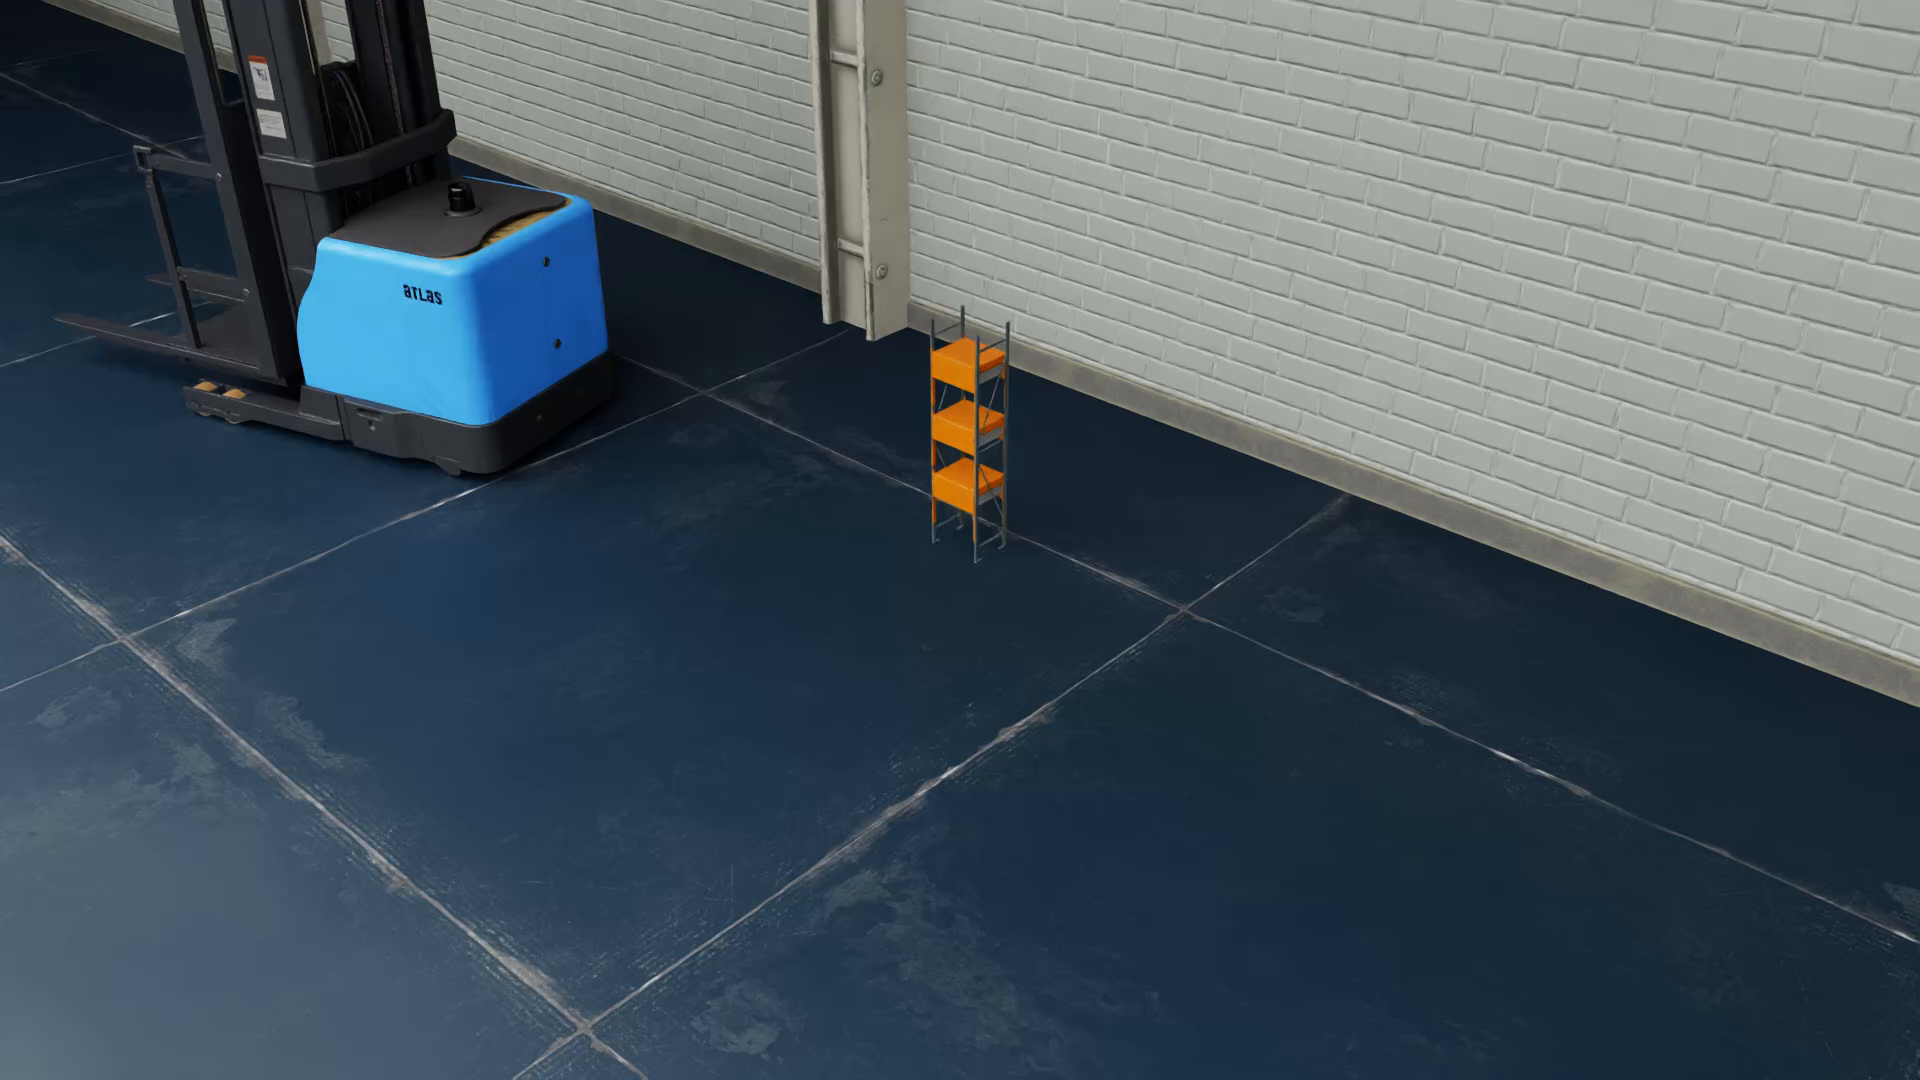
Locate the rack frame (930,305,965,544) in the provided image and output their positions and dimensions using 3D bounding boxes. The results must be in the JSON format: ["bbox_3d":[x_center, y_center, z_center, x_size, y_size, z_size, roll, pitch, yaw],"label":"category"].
[{"bbox_3d":[-0.051,-0.473,7.019,0.008,1.050,0.200,25,39,35],"label":"rack frame"}]

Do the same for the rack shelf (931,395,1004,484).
[{"bbox_3d":[0.040,-0.422,6.954,0.240,0.259,0.215,25,39,35],"label":"rack shelf"}]

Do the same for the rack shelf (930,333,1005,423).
[{"bbox_3d":[0.040,-0.665,6.808,0.240,0.259,0.215,25,39,35],"label":"rack shelf"}]

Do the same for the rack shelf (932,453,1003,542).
[{"bbox_3d":[0.040,-0.184,7.097,0.240,0.259,0.215,25,39,35],"label":"rack shelf"}]

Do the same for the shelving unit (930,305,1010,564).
[{"bbox_3d":[0.040,-0.431,6.948,0.252,1.050,0.215,25,39,35],"label":"shelving unit"}]

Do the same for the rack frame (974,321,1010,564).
[{"bbox_3d":[0.130,-0.389,6.878,0.008,1.050,0.200,25,39,35],"label":"rack frame"}]

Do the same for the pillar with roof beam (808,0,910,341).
[{"bbox_3d":[-3.407,-3.415,4.198,0.400,9.000,9.100,25,39,35],"label":"pillar with roof beam"}]

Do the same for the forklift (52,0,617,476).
[{"bbox_3d":[-3.280,-2.059,7.828,3.031,2.935,1.130,14,34,22],"label":"forklift"}]

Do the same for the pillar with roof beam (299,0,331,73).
[{"bbox_3d":[-7.855,-5.492,7.647,0.400,9.000,9.100,25,39,35],"label":"pillar with roof beam"}]
